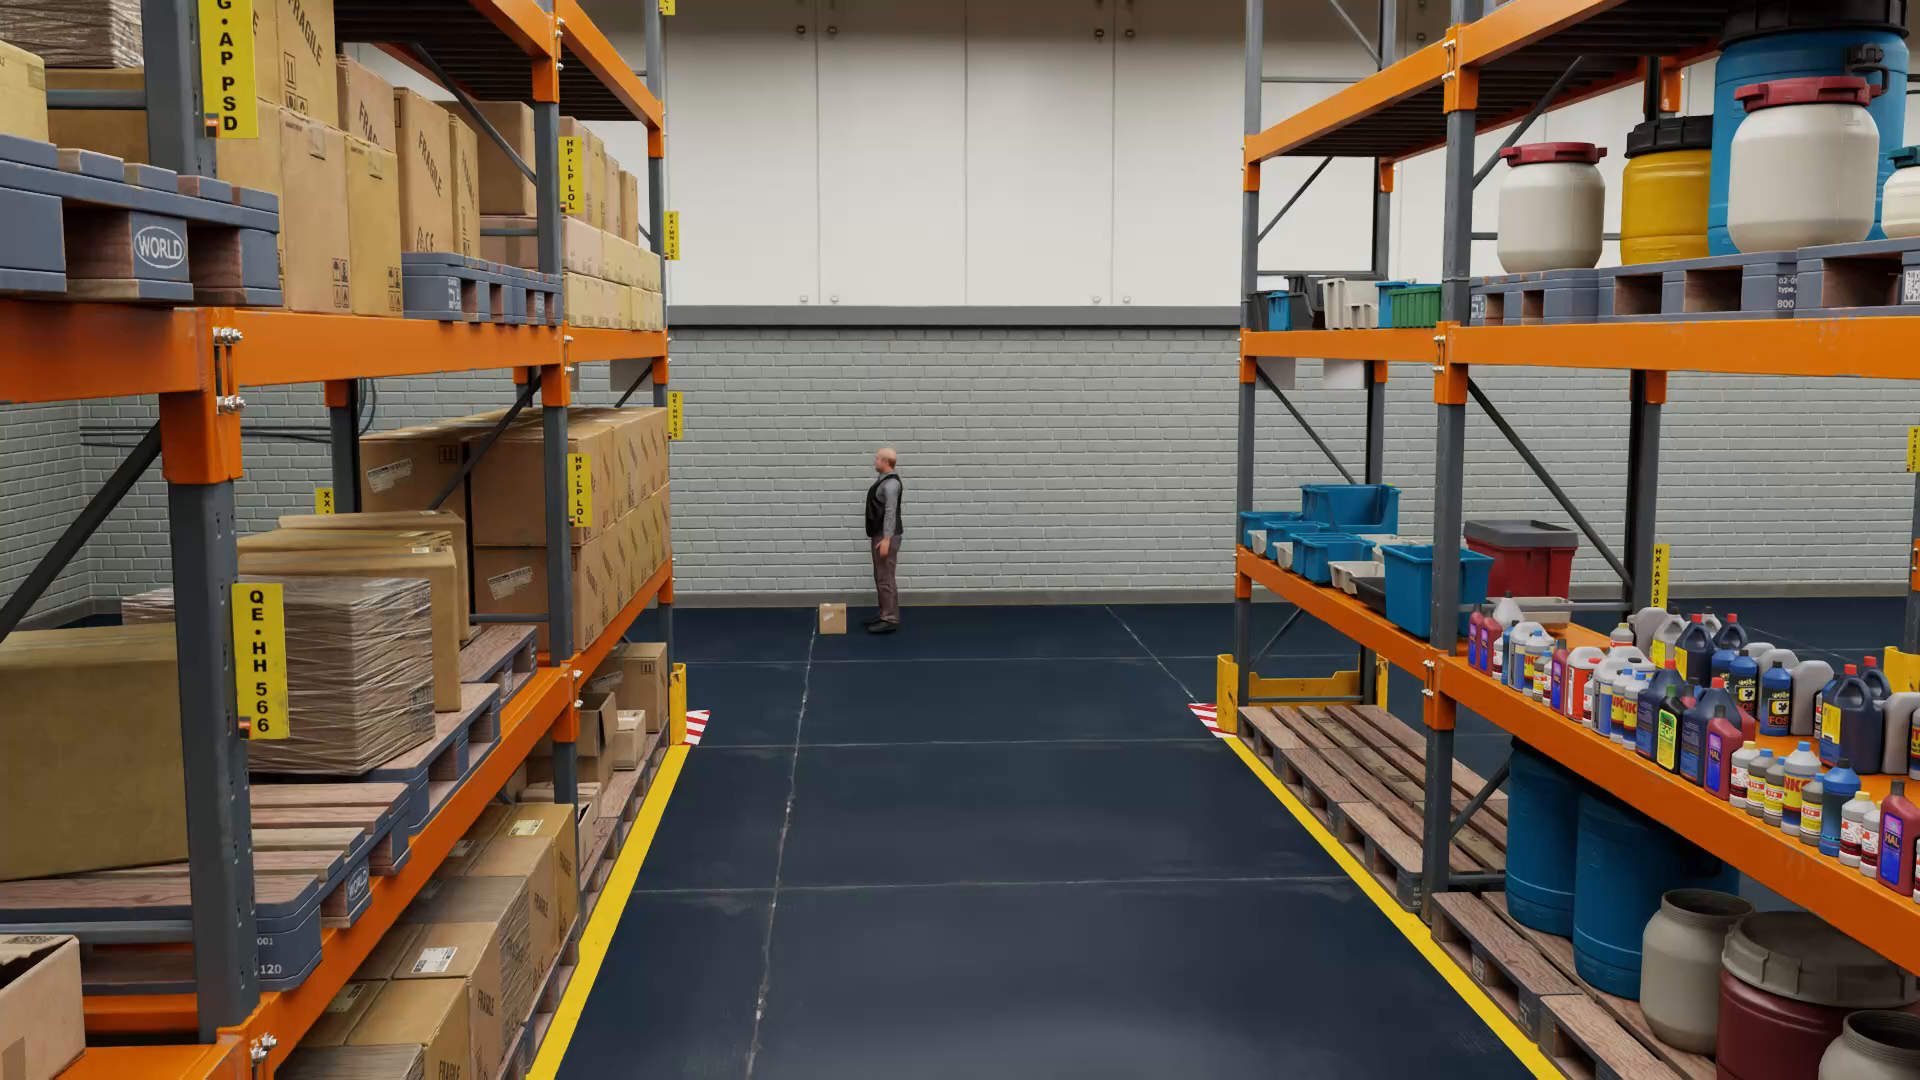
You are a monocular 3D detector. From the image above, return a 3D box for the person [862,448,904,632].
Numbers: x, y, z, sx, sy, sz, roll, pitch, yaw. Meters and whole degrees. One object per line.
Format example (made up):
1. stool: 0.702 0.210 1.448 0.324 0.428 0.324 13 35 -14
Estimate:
1. person: -0.728 -0.011 15.727 0.378 1.726 0.548 -1 7 -8
